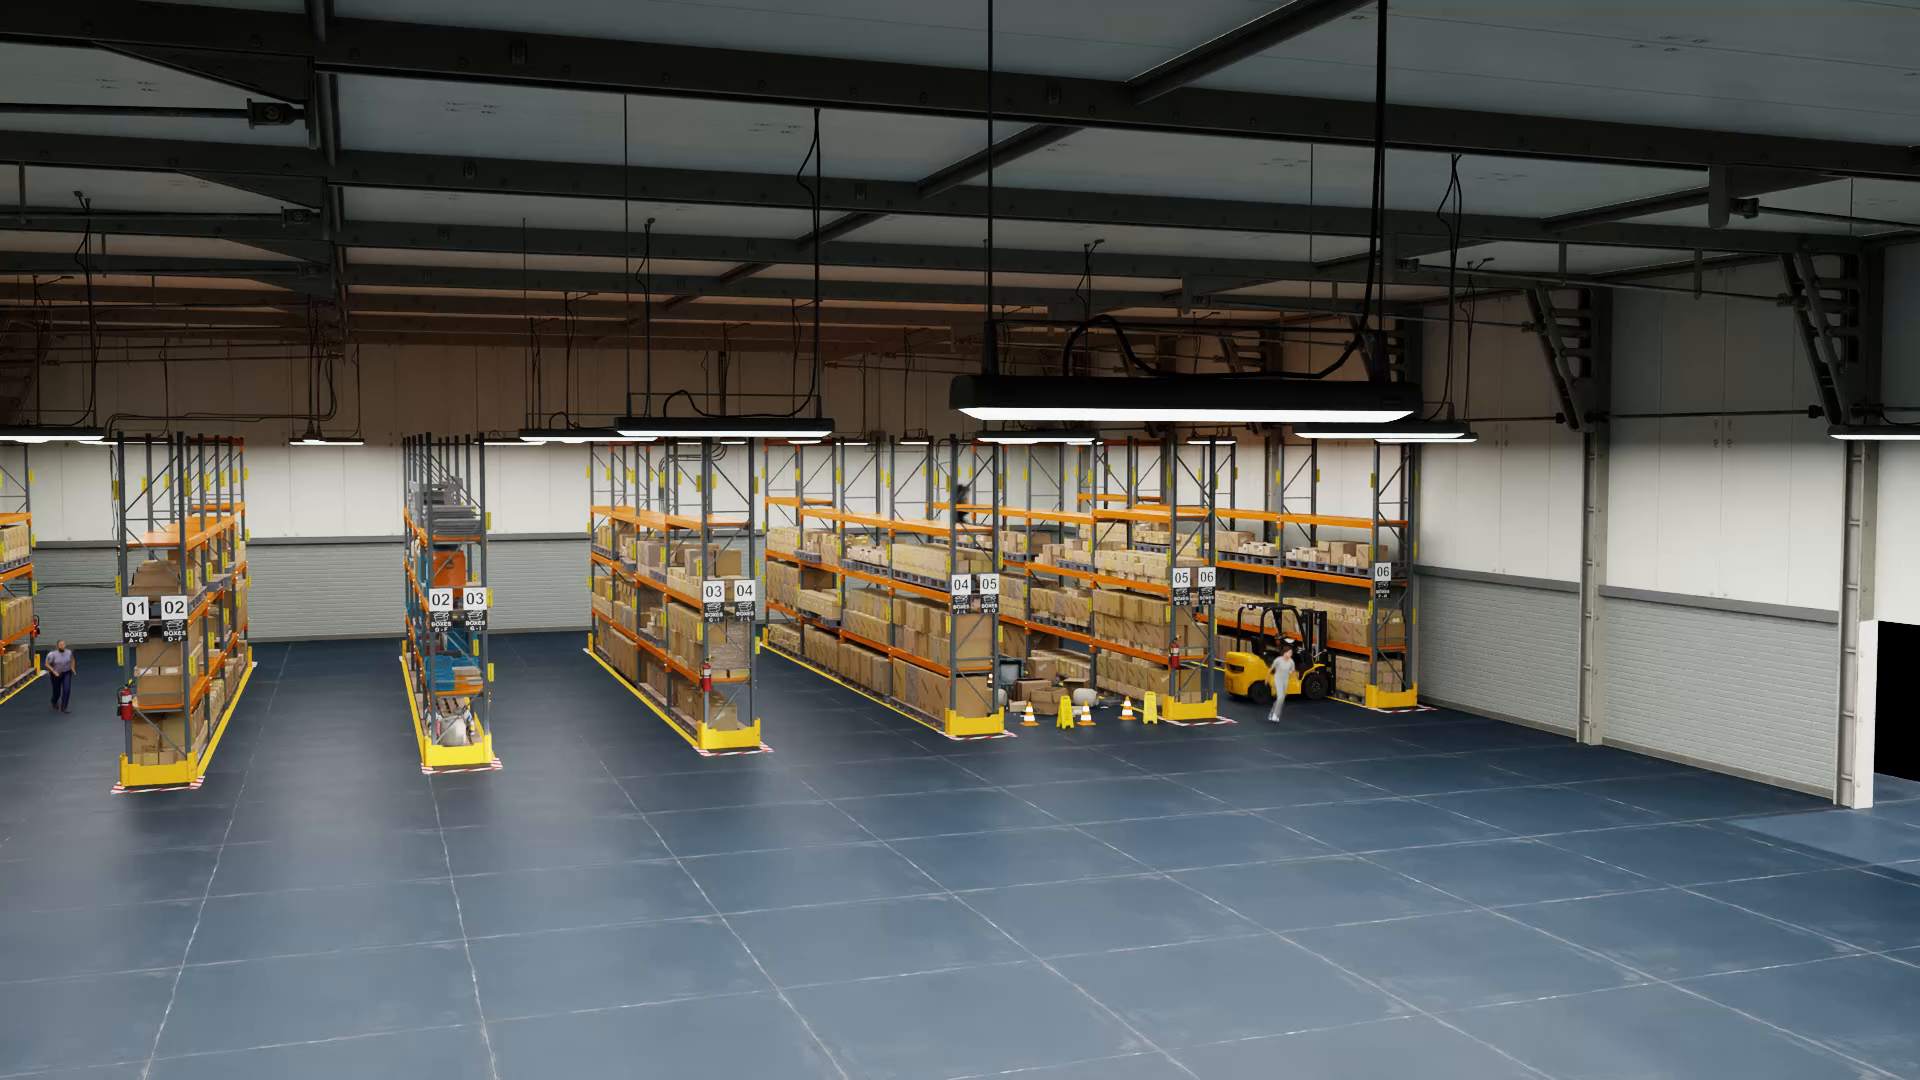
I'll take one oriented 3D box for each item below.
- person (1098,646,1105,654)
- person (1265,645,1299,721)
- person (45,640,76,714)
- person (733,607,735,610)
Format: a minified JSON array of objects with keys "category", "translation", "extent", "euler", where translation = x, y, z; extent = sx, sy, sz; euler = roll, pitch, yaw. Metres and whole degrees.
[{"category":"person","translation":[3.801,2.456,42.835],"extent":[0.693,1.764,0.957],"euler":[-1,3,-22]},{"category":"person","translation":[6.697,2.983,34.595],"extent":[0.557,1.617,0.693],"euler":[-1,3,-21]},{"category":"person","translation":[-19.483,2.940,35.989],"extent":[0.608,1.601,0.720],"euler":[-3,4,-41]},{"category":"person","translation":[-5.706,2.594,42.237],"extent":[0.626,1.545,1.054],"euler":[-2,4,-27]}]
